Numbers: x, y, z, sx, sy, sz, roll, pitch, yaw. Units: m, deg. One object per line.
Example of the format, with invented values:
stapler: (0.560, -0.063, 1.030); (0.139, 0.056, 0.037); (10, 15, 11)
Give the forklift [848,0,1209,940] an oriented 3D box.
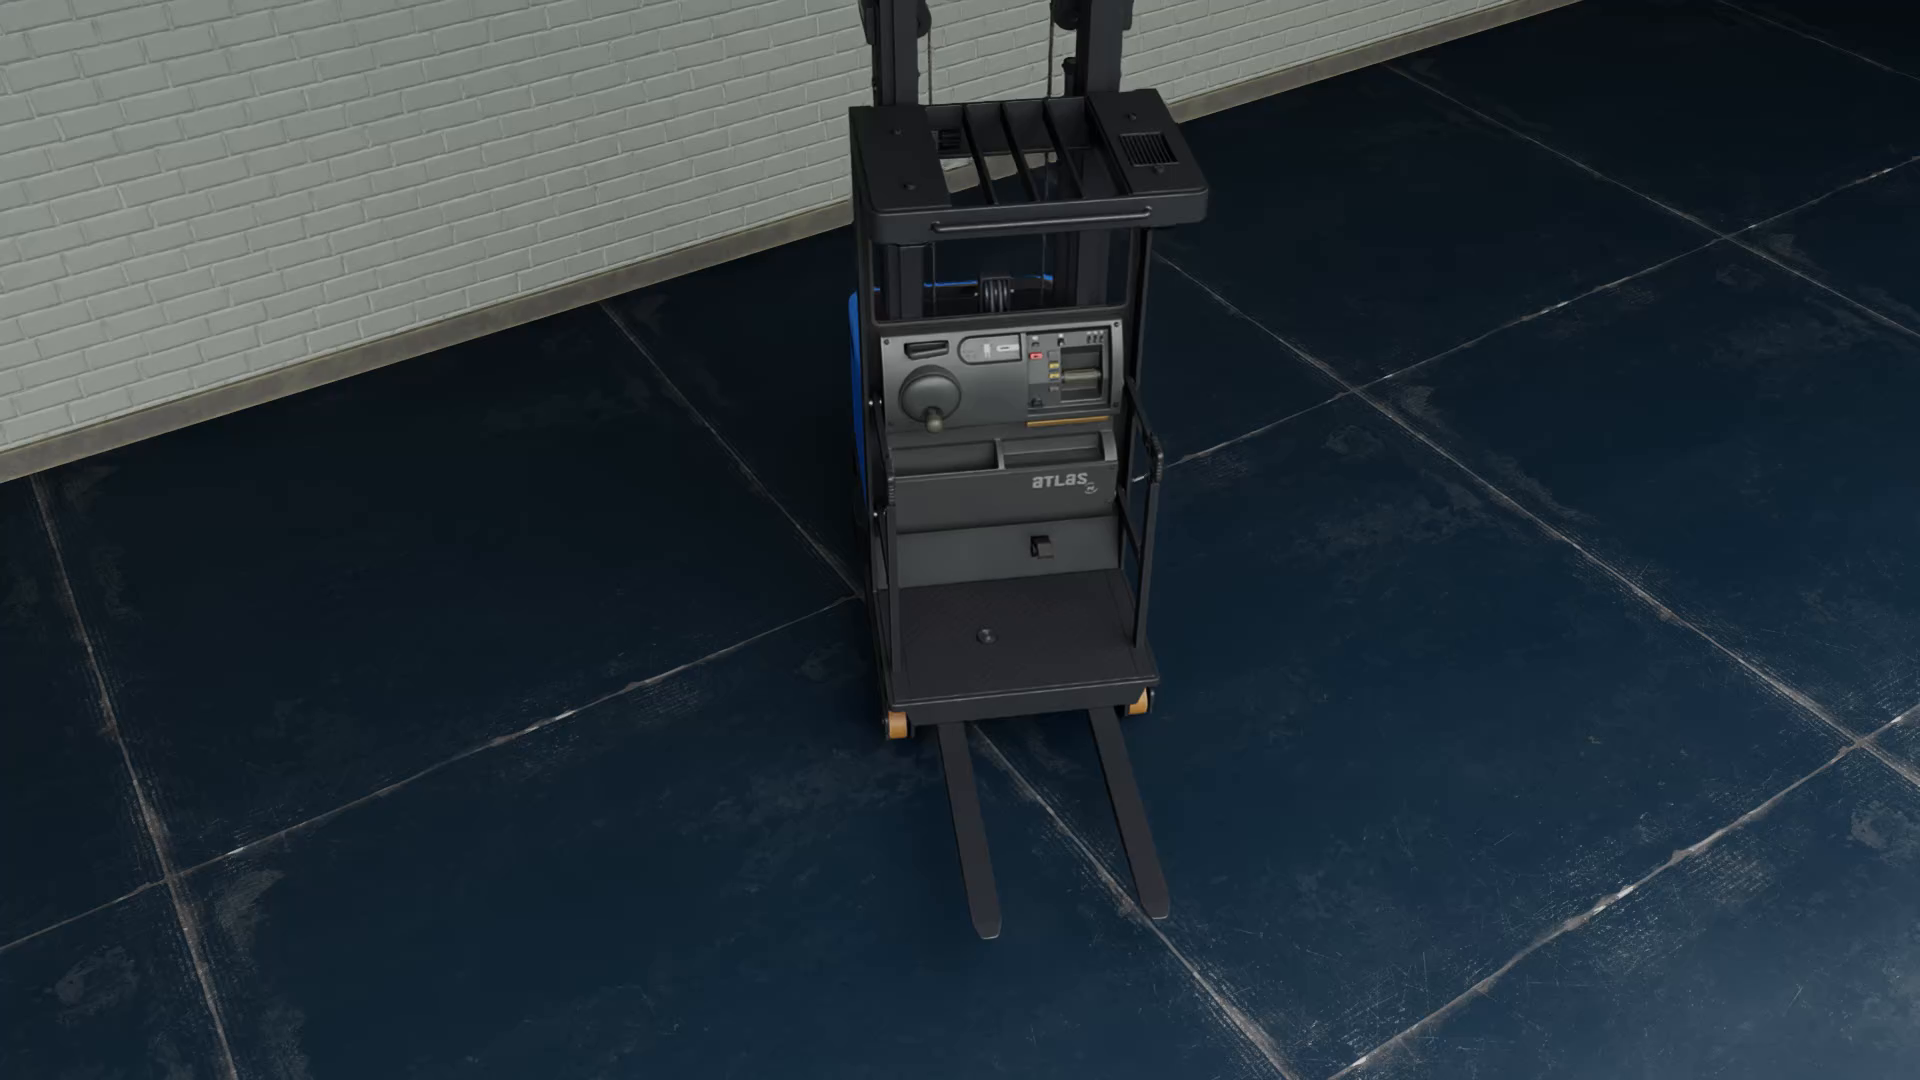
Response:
forklift: (0.195, -0.553, 6.185); (1.130, 2.935, 3.031); (-5, 40, -6)
